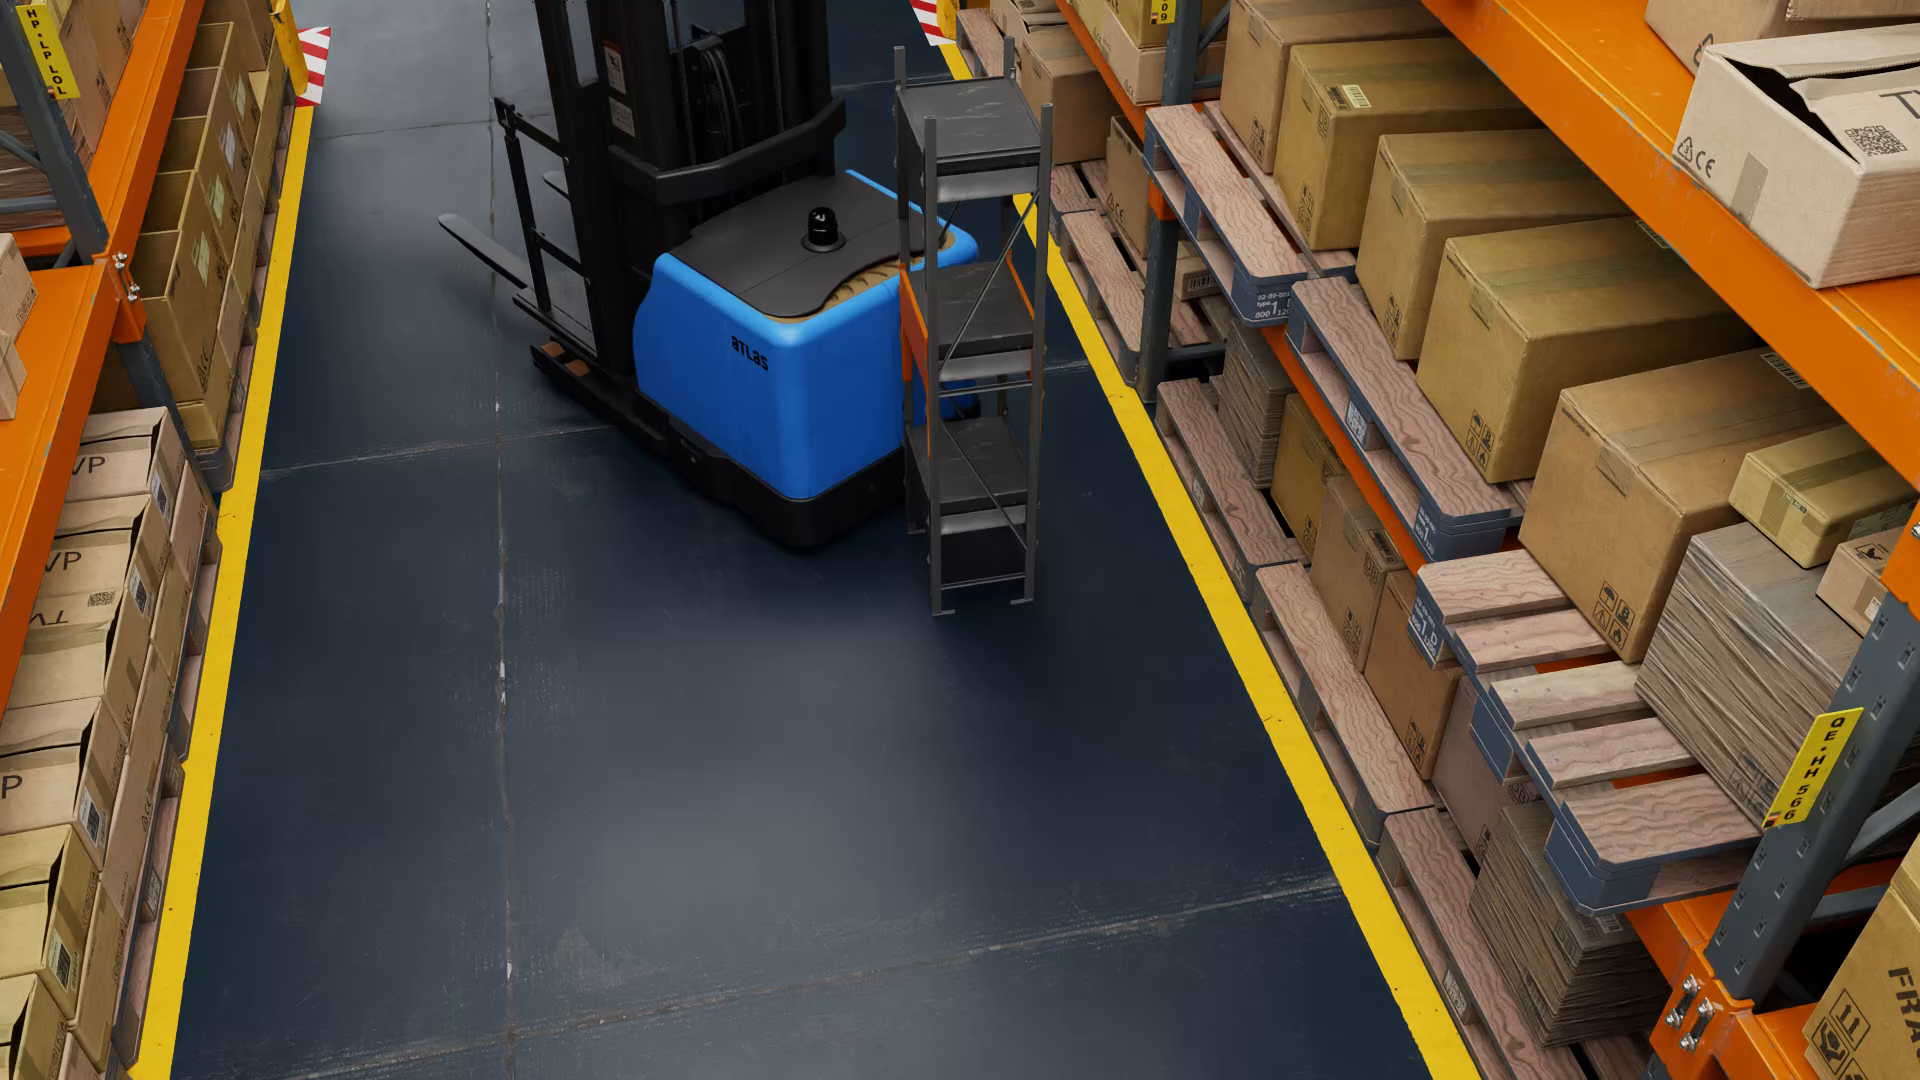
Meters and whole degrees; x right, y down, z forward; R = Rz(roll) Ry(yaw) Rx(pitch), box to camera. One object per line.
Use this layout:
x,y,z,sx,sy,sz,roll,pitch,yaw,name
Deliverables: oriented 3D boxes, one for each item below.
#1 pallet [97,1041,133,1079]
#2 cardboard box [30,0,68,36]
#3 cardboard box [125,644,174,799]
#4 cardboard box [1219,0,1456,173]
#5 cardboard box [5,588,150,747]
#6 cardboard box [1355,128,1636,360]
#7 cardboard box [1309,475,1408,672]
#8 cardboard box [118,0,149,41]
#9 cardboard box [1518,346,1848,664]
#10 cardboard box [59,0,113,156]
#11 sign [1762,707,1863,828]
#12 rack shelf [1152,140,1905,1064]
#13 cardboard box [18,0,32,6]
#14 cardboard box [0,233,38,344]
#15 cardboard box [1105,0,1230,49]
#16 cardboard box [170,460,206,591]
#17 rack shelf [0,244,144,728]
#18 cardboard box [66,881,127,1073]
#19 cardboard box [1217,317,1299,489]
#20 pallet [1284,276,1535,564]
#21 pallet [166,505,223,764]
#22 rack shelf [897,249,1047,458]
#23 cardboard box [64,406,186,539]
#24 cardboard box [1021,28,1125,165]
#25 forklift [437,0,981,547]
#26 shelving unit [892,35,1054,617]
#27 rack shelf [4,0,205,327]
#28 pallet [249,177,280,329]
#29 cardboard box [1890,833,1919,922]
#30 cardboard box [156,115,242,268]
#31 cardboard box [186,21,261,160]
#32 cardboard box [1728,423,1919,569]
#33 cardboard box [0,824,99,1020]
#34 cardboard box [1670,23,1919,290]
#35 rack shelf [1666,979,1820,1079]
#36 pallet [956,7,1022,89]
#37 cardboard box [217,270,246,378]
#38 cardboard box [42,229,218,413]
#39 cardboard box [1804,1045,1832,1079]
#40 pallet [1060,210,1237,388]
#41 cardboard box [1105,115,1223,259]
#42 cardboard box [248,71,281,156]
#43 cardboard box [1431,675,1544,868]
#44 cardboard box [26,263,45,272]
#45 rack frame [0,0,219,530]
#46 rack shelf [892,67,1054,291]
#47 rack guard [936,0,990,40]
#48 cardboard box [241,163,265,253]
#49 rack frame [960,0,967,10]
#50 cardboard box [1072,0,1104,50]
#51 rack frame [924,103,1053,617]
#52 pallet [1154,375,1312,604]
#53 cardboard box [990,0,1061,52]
-2.816,1.975,4.366,1.003,0.211,1.213,-8,42,-9,pallet
-3.521,-1.933,6.105,0.380,0.149,0.250,-9,42,-10,cardboard box
-2.949,0.637,5.528,0.500,0.250,0.500,-7,42,-8,cardboard box
1.373,-1.701,6.000,0.700,0.500,0.500,-8,42,-9,cardboard box
-2.949,0.421,5.348,0.500,0.311,0.500,-8,42,-9,cardboard box
1.659,-0.915,5.115,0.700,0.500,0.500,-3,42,-3,cardboard box
1.702,0.075,5.957,0.700,0.500,0.500,-8,42,-9,cardboard box
-3.978,-2.444,7.169,0.700,0.500,0.500,-7,42,-8,cardboard box
1.901,-0.105,4.202,0.700,0.500,0.500,-12,43,-13,cardboard box
-3.762,-1.787,6.428,0.700,0.500,0.500,-9,42,-10,cardboard box
1.632,0.439,3.183,0.100,0.325,0.005,-8,42,-9,sign
1.728,-0.268,5.335,1.077,0.370,4.000,-8,42,-9,rack shelf
-3.642,-1.931,5.613,0.700,0.500,0.500,-8,42,-9,cardboard box
-3.391,-0.753,5.451,0.500,0.250,0.500,-6,42,-7,cardboard box
0.892,-2.328,6.646,0.500,0.500,0.500,-8,42,-9,cardboard box
-3.167,-0.023,6.271,0.500,0.250,0.500,-9,42,-10,cardboard box
-3.108,0.444,4.532,1.077,0.370,4.000,-8,42,-9,rack shelf
-2.730,1.299,4.782,0.500,0.250,0.500,-9,42,-10,cardboard box
1.471,-0.589,6.705,0.700,0.500,0.500,-7,42,-8,cardboard box
1.692,-0.447,5.138,1.003,0.211,1.213,-8,42,-9,pallet
-3.343,0.393,6.148,1.003,0.211,1.213,-8,42,-9,pallet
0.036,-0.668,5.941,0.431,0.518,0.480,-8,42,-9,rack shelf
-3.173,-0.239,6.092,0.500,0.311,0.500,-8,42,-9,cardboard box
0.727,-2.343,8.681,0.700,0.500,0.500,-11,43,-12,cardboard box
-1.295,-1.949,6.738,1.130,2.935,3.031,-32,51,-31,forklift
0.036,-0.678,5.932,0.431,2.100,0.503,-8,42,-9,shelving unit
-3.972,-2.149,7.453,1.077,0.370,4.000,-8,42,-9,rack shelf
-3.938,-1.393,8.160,1.003,0.211,1.213,-8,42,-9,pallet
2.012,0.672,2.854,0.500,0.250,0.500,-7,42,-8,cardboard box
-3.550,-1.524,7.398,0.500,0.500,0.500,-8,42,-9,cardboard box
-3.767,-2.173,8.128,0.500,0.500,0.500,-8,42,-9,cardboard box
1.972,-0.111,3.721,0.380,0.149,0.250,-15,44,-16,cardboard box
-2.732,1.081,4.605,0.500,0.311,0.500,-9,42,-10,cardboard box
1.740,-0.765,3.145,0.500,0.311,0.500,-8,42,-9,cardboard box
2.591,2.324,2.414,1.077,0.370,4.000,-8,42,-9,rack shelf
0.590,-2.803,9.749,1.003,0.211,1.213,-8,42,-9,pallet
-3.447,-0.919,7.281,0.500,0.250,0.500,-8,42,-9,cardboard box
-3.334,-0.876,6.668,0.500,0.500,0.500,-8,42,-9,cardboard box
2.004,1.092,3.434,0.380,0.149,0.250,-9,42,-10,cardboard box
1.117,-1.221,7.967,1.003,0.211,1.213,-8,42,-9,pallet
1.033,-1.731,7.992,0.500,0.500,0.500,-11,43,-12,cardboard box
-3.879,-2.216,8.741,0.500,0.250,0.500,-8,42,-9,cardboard box
1.956,0.719,5.232,0.700,0.500,0.500,-8,42,-9,cardboard box
-3.950,-1.126,6.949,0.500,0.500,0.500,-8,42,-9,cardboard box
-3.540,-1.122,5.754,1.000,3.000,0.127,-8,42,-9,rack frame
0.036,-1.191,5.476,0.431,0.518,0.480,-8,42,-9,rack shelf
0.449,-3.443,10.252,1.175,0.500,0.348,-8,42,-9,rack guard
-3.664,-1.567,8.011,0.500,0.250,0.500,-8,42,-9,cardboard box
0.433,-4.427,9.477,1.000,3.000,0.127,-8,42,-9,rack frame
0.798,-2.373,7.262,0.500,0.250,0.500,-8,42,-9,cardboard box
0.088,-0.520,5.754,0.400,2.100,0.015,-8,42,-9,rack frame
1.466,-0.287,6.914,1.003,0.211,1.213,-8,42,-9,pallet
0.494,-3.124,9.704,0.500,0.311,0.500,-13,43,-14,cardboard box
